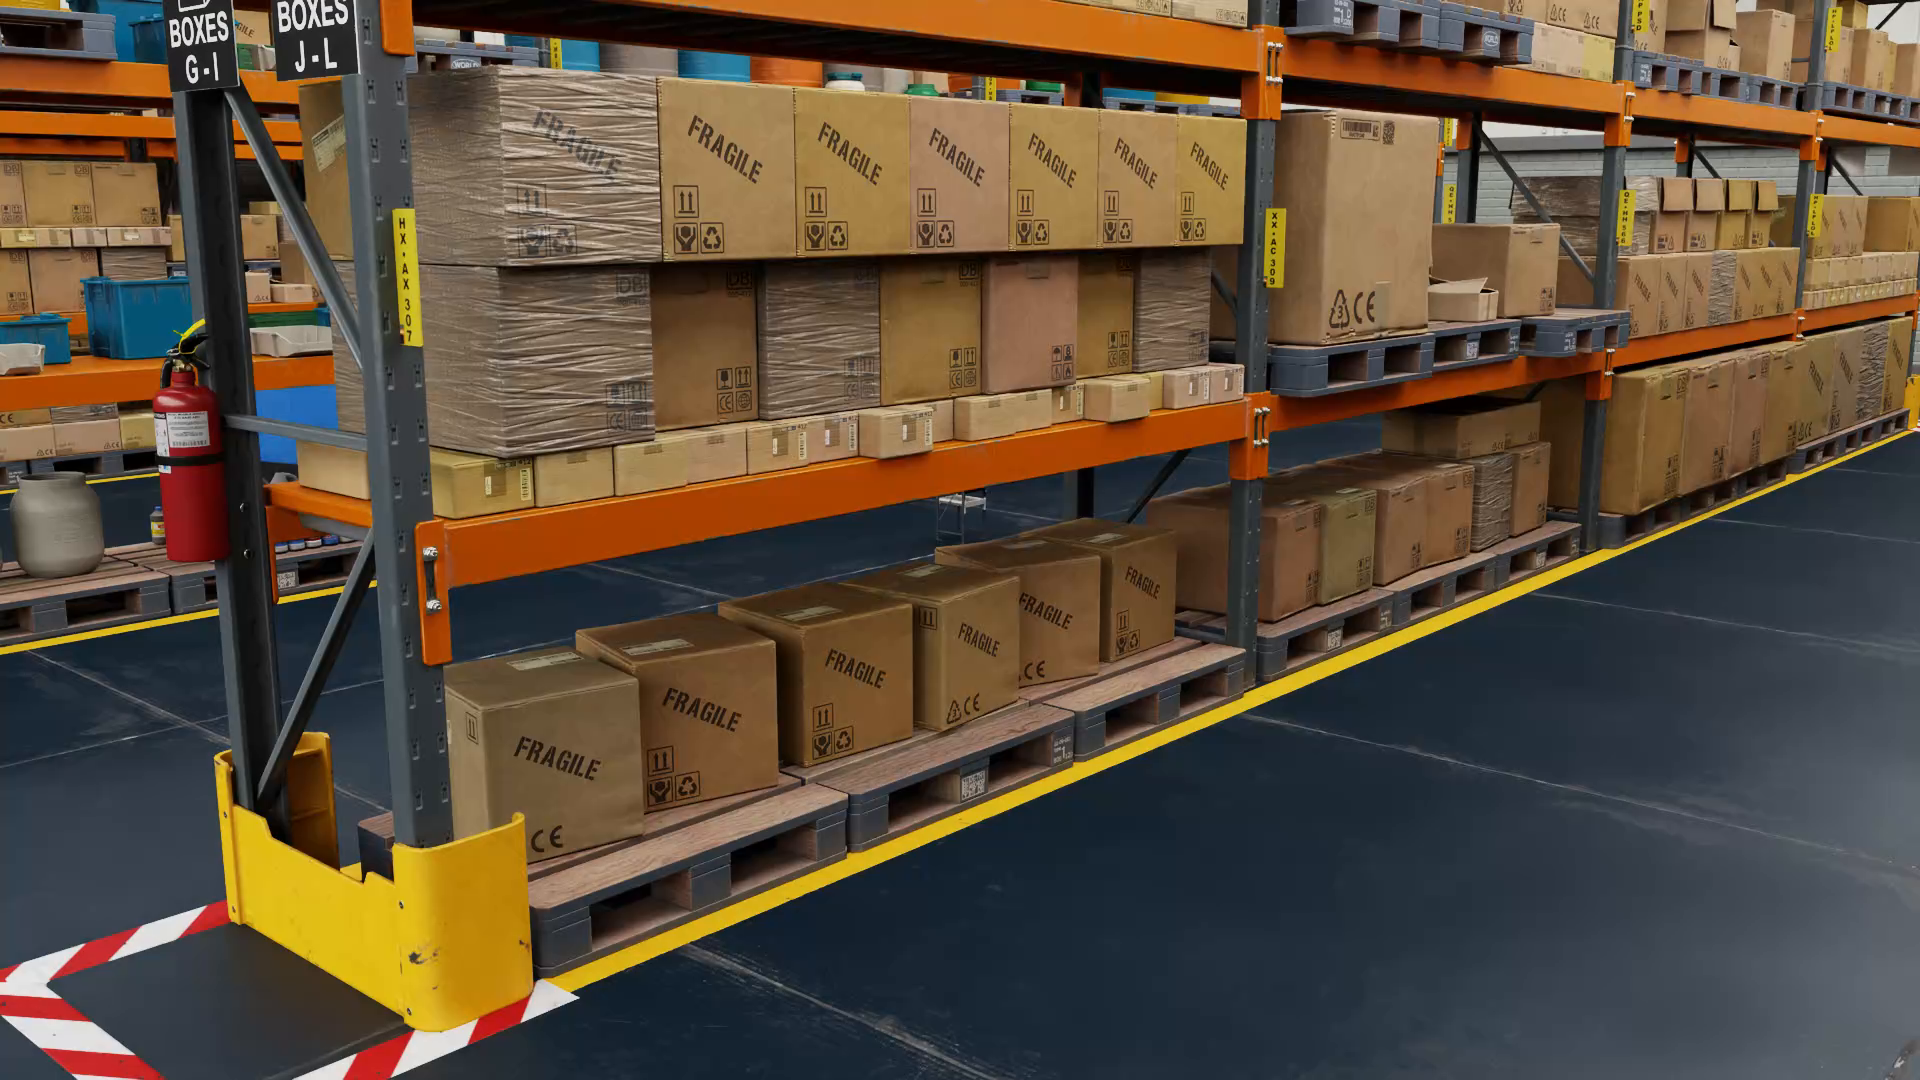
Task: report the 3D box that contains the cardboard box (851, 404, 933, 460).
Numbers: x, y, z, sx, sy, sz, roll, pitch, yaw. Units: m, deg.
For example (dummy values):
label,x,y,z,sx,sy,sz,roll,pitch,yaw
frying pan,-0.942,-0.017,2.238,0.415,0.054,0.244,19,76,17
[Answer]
label,x,y,z,sx,sy,sz,roll,pitch,yaw
cardboard box,-0.310,-0.374,5.565,0.380,0.149,0.250,10,15,40

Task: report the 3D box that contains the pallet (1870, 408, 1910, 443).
label,x,y,z,sx,sy,sz,roll,pitch,yaw
pallet,8.353,-1.136,15.862,1.003,0.211,1.213,10,15,40

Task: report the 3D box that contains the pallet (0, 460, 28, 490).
label,x,y,z,sx,sy,sz,roll,pitch,yaw
pallet,-7.900,-0.488,12.616,1.003,0.211,1.213,10,15,40

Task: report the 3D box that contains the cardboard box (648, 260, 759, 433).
label,x,y,z,sx,sy,sz,roll,pitch,yaw
cardboard box,-1.116,-0.639,5.237,0.875,0.500,0.500,10,15,40

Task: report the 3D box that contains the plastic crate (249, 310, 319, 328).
label,x,y,z,sx,sy,sz,roll,pitch,yaw
plastic crate,-3.928,-1.239,9.798,0.450,0.188,0.662,10,15,40

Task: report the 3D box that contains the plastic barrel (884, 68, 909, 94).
label,x,y,z,sx,sy,sz,roll,pitch,yaw
plastic barrel,-0.615,-3.615,13.206,0.421,0.512,0.421,0,11,0

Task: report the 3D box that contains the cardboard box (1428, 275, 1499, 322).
label,x,y,z,sx,sy,sz,roll,pitch,yaw
cardboard box,2.643,-1.314,8.904,0.396,0.266,0.258,9,15,39

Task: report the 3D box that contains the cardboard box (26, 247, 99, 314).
label,x,y,z,sx,sy,sz,roll,pitch,yaw
cardboard box,-7.170,-2.052,13.071,0.700,0.500,0.500,10,15,40

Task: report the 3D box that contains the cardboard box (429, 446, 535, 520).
label,x,y,z,sx,sy,sz,roll,pitch,yaw
cardboard box,-1.373,-0.165,4.522,0.380,0.149,0.250,10,15,40

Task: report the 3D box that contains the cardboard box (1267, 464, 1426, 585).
label,x,y,z,sx,sy,sz,roll,pitch,yaw
cardboard box,2.020,-0.094,8.780,0.700,0.500,0.500,8,14,36

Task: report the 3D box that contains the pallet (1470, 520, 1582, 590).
label,x,y,z,sx,sy,sz,roll,pitch,yaw
pallet,3.024,0.028,10.034,1.003,0.211,1.213,10,15,40

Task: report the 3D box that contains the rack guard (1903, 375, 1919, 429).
label,x,y,z,sx,sy,sz,roll,pitch,yaw
rack guard,8.838,-1.409,16.491,1.175,0.500,0.348,10,15,40

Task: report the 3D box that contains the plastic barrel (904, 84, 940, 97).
label,x,y,z,sx,sy,sz,roll,pitch,yaw
plastic barrel,-0.304,-3.447,13.048,0.294,0.245,0.294,0,11,0

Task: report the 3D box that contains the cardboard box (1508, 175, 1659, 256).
label,x,y,z,sx,sy,sz,roll,pitch,yaw
cardboard box,4.036,-2.101,10.755,0.797,0.503,0.637,10,15,42

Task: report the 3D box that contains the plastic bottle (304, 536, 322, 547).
label,x,y,z,sx,sy,sz,roll,pitch,yaw
plastic bottle,-3.672,-0.068,9.412,0.097,0.201,0.097,0,11,0

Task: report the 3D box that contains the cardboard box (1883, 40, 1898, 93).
label,x,y,z,sx,sy,sz,roll,pitch,yaw
cardboard box,8.057,-4.256,15.119,0.700,0.500,0.500,9,14,38

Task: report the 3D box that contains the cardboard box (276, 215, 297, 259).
label,x,y,z,sx,sy,sz,roll,pitch,yaw
cardboard box,-7.924,-3.570,19.549,0.700,0.500,0.500,8,14,34

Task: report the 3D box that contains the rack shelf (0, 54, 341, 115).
label,x,y,z,sx,sy,sz,roll,pitch,yaw
rack shelf,-4.140,-2.330,8.898,1.077,0.370,4.000,10,15,40

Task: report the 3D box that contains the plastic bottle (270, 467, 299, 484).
label,x,y,z,sx,sy,sz,roll,pitch,yaw
plastic bottle,-4.070,-0.268,10.033,0.144,0.351,0.185,10,15,40

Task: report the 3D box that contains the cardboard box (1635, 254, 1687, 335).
label,x,y,z,sx,sy,sz,roll,pitch,yaw
cardboard box,4.405,-1.616,10.889,0.500,0.500,0.500,9,15,39

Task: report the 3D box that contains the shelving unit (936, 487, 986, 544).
label,x,y,z,sx,sy,sz,roll,pitch,yaw
shelving unit,0.005,-0.442,10.629,0.258,0.900,0.210,10,15,40

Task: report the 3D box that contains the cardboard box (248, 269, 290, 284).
label,x,y,z,sx,sy,sz,roll,pitch,yaw
cardboard box,-6.096,-2.235,14.584,0.396,0.266,0.258,9,15,39

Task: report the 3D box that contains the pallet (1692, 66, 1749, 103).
label,x,y,z,sx,sy,sz,roll,pitch,yaw
pallet,4.662,-3.099,11.394,1.003,0.211,1.213,11,16,43

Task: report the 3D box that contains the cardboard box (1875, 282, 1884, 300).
label,x,y,z,sx,sy,sz,roll,pitch,yaw
cardboard box,7.990,-2.225,14.833,0.380,0.149,0.250,10,15,41

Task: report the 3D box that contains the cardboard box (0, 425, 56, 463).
label,x,y,z,sx,sy,sz,roll,pitch,yaw
cardboard box,-7.337,-0.761,12.809,0.500,0.250,0.500,10,15,40

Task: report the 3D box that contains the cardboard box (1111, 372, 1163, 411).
label,x,y,z,sx,sy,sz,roll,pitch,yaw
cardboard box,0.597,-0.609,6.741,0.380,0.149,0.250,10,15,40

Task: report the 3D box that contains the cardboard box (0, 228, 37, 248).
label,x,y,z,sx,sy,sz,roll,pitch,yaw
cardboard box,-7.230,-2.297,12.643,0.380,0.149,0.250,10,15,40

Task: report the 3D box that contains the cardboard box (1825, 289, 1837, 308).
label,x,y,z,sx,sy,sz,roll,pitch,yaw
cardboard box,6.973,-1.998,13.697,0.380,0.149,0.250,10,15,42

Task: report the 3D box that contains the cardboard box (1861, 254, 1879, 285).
label,x,y,z,sx,sy,sz,roll,pitch,yaw
cardboard box,7.689,-2.372,14.550,0.500,0.250,0.500,10,15,40

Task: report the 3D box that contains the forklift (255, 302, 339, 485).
label,x,y,z,sx,sy,sz,roll,pitch,yaw
forklift,-4.036,-1.933,12.904,1.130,2.935,3.031,7,13,31

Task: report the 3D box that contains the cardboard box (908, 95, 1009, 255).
label,x,y,z,sx,sy,sz,roll,pitch,yaw
cardboard box,-0.182,-1.229,5.639,0.500,0.500,0.500,10,15,40

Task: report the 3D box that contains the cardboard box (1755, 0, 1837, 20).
label,x,y,z,sx,sy,sz,roll,pitch,yaw
cardboard box,6.807,-4.323,13.542,0.500,0.250,0.500,9,14,37

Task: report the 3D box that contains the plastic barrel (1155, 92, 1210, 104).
label,x,y,z,sx,sy,sz,roll,pitch,yaw
plastic barrel,2.011,-4.292,15.331,0.600,0.588,0.600,0,11,0

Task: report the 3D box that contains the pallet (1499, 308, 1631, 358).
label,x,y,z,sx,sy,sz,roll,pitch,yaw
pallet,3.150,-1.242,9.760,1.213,0.211,1.003,10,15,40

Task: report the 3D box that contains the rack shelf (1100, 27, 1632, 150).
label,x,y,z,sx,sy,sz,roll,pitch,yaw
rack shelf,2.221,-2.278,8.639,1.077,0.370,4.000,10,15,40

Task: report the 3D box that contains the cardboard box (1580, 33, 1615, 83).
label,x,y,z,sx,sy,sz,roll,pitch,yaw
cardboard box,3.411,-2.750,9.547,0.500,0.250,0.500,10,15,40

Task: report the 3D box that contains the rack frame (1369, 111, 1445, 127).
label,x,y,z,sx,sy,sz,roll,pitch,yaw
rack frame,5.101,-6.214,18.847,1.000,3.000,0.127,10,15,40

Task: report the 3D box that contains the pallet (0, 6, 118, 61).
label,x,y,z,sx,sy,sz,roll,pitch,yaw
pallet,-4.841,-2.405,7.919,1.003,0.211,1.213,10,15,40

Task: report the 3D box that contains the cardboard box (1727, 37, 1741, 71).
label,x,y,z,sx,sy,sz,roll,pitch,yaw
cardboard box,5.390,-3.526,12.206,0.500,0.311,0.500,9,14,38

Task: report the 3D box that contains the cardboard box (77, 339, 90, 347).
label,x,y,z,sx,sy,sz,roll,pitch,yaw
cardboard box,-9.485,-1.970,18.176,0.700,0.500,0.500,9,15,39

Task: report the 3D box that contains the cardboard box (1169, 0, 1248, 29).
label,x,y,z,sx,sy,sz,roll,pitch,yaw
cardboard box,0.796,-2.163,6.605,0.500,0.250,0.500,11,15,42

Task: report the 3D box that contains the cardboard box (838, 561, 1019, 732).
label,x,y,z,sx,sy,sz,roll,pitch,yaw
cardboard box,-0.117,0.394,6.389,0.500,0.500,0.500,8,14,35

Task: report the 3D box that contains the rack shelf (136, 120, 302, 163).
label,x,y,z,sx,sy,sz,roll,pitch,yaw
rack shelf,-5.218,-3.560,15.054,1.077,0.370,4.000,10,15,40

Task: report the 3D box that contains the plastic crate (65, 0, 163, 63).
label,x,y,z,sx,sy,sz,roll,pitch,yaw
plastic crate,-4.428,-2.700,8.956,0.392,0.384,0.575,10,15,40

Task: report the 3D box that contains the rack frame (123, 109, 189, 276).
label,x,y,z,sx,sy,sz,roll,pitch,yaw
rack frame,-6.538,-2.147,13.804,1.000,3.000,0.127,10,15,40

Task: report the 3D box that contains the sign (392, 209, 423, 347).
label,x,y,z,sx,sy,sz,roll,pitch,yaw
sign,-1.332,-0.632,4.006,0.100,0.325,0.005,10,15,40

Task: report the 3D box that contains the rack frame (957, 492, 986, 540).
label,x,y,z,sx,sy,sz,roll,pitch,yaw
rack frame,0.072,-0.457,10.704,0.240,0.900,0.006,10,15,40

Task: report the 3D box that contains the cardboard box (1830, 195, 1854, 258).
label,x,y,z,sx,sy,sz,roll,pitch,yaw
cardboard box,7.020,-2.592,13.739,0.500,0.500,0.500,10,15,40

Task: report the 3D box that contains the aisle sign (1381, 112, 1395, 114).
label,x,y,z,sx,sy,sz,roll,pitch,yaw
aisle sign,4.926,-4.596,19.425,0.394,0.787,0.004,10,15,40

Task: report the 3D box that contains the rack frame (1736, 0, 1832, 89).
label,x,y,z,sx,sy,sz,roll,pitch,yaw
rack frame,6.181,-4.985,12.694,1.000,3.000,0.127,10,15,40
